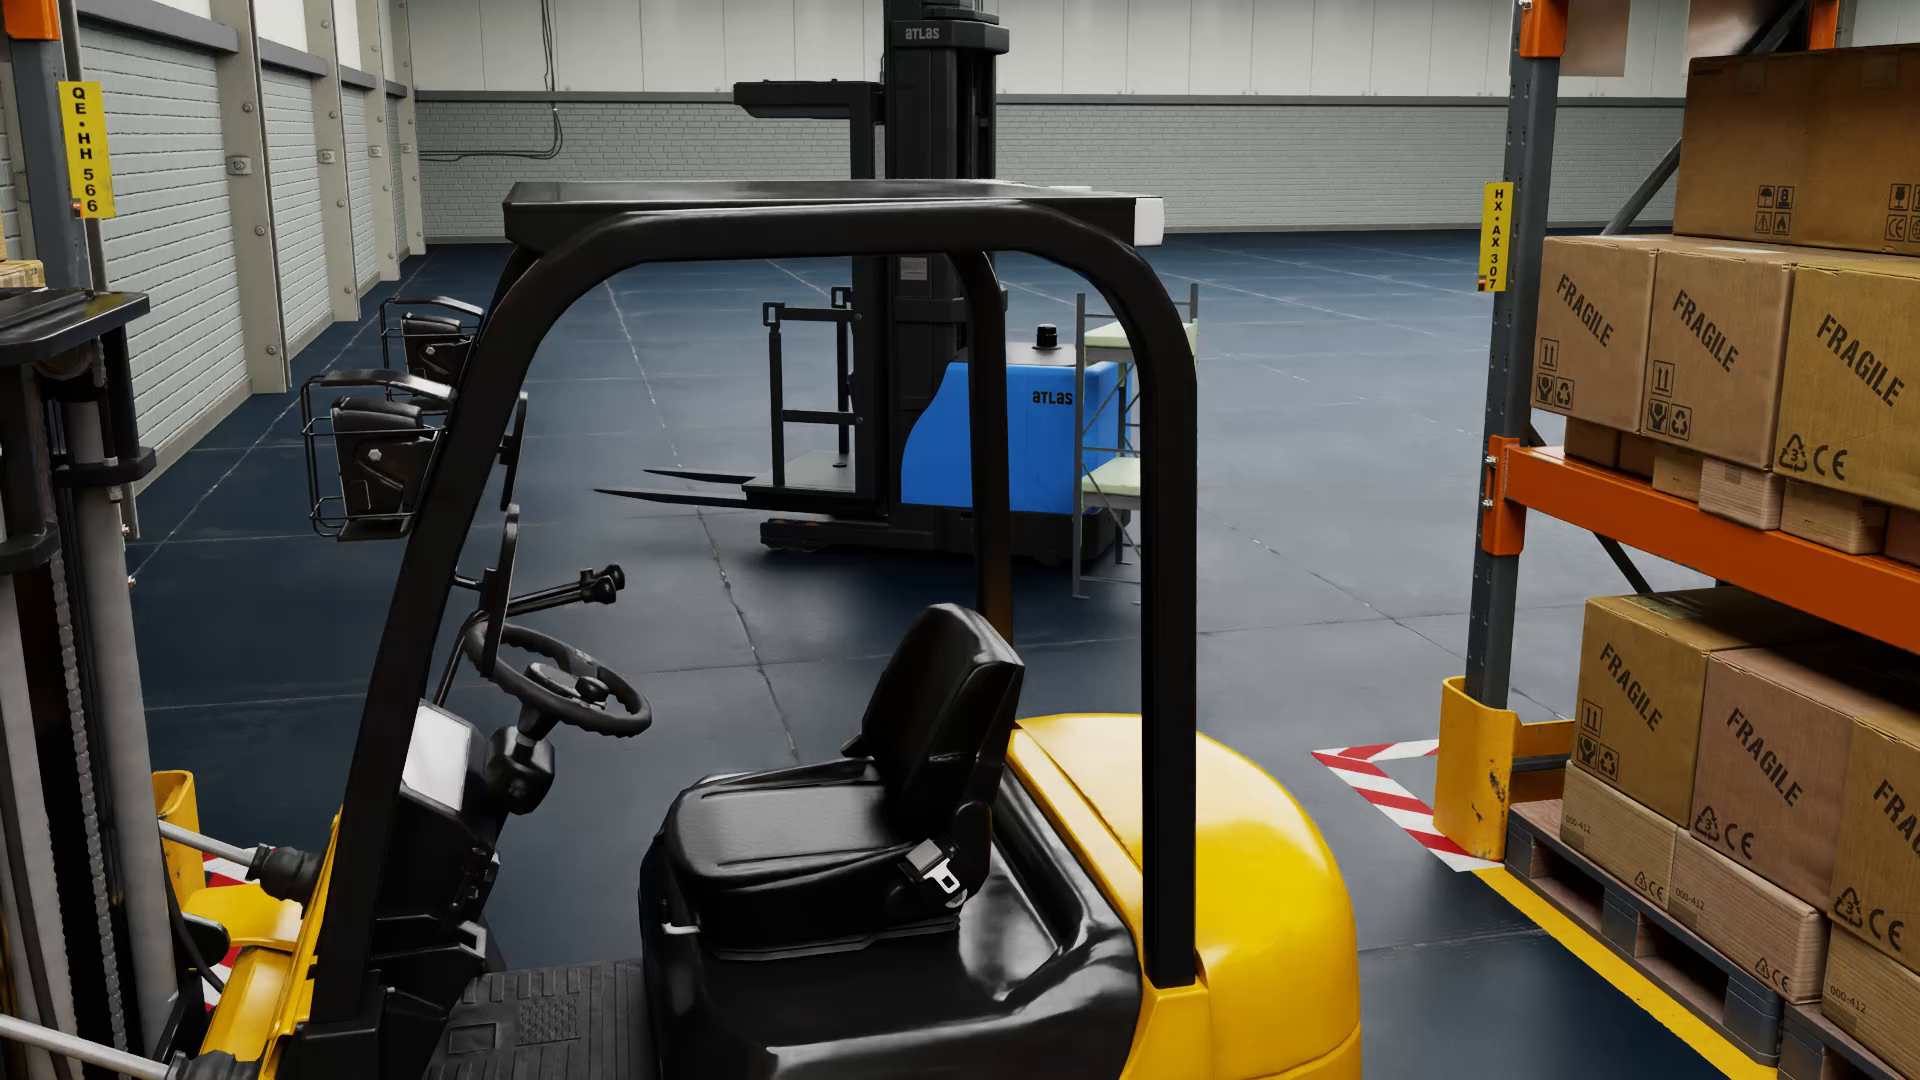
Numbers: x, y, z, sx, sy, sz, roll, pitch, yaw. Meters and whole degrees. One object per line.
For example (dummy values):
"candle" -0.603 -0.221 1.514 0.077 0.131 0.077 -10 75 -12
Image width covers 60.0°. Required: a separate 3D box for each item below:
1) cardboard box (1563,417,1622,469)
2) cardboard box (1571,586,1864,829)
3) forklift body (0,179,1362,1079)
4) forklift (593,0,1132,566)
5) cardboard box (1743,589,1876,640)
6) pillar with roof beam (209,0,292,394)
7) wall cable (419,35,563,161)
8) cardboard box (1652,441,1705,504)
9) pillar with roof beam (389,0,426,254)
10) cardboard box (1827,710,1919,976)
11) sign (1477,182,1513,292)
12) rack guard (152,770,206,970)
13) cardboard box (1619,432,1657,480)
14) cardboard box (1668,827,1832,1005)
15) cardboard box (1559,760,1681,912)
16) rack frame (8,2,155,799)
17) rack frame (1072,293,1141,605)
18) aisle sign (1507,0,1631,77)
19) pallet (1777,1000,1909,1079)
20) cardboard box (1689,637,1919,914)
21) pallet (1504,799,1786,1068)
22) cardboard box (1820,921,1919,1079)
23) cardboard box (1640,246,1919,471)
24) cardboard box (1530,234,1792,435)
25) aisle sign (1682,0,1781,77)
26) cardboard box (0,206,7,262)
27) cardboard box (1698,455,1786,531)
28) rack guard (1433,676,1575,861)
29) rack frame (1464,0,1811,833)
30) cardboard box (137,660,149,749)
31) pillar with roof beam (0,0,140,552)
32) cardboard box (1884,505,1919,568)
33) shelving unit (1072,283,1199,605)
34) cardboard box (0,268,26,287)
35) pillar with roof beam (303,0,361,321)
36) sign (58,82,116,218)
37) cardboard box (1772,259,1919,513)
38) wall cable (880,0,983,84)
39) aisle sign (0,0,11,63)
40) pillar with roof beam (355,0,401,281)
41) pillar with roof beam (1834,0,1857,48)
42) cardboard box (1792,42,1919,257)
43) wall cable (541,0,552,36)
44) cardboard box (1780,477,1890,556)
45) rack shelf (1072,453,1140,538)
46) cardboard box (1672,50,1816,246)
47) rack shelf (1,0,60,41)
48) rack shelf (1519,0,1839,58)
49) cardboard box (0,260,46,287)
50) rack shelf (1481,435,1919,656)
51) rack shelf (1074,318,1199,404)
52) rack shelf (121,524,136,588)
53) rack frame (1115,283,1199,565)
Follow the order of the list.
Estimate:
"cardboard box" 2.031 -0.315 4.927 0.380 0.149 0.250 -3 14 -13
"cardboard box" 2.079 0.447 4.605 0.500 0.500 0.500 -4 14 -15
"forklift body" -0.453 0.498 2.855 2.313 2.155 1.214 -3 14 -13
"forklift" -0.595 -1.468 9.261 3.031 2.935 1.130 4 14 17
"cardboard box" 2.594 0.411 4.755 0.500 0.500 0.500 -3 14 -13
"pillar with roof beam" -2.018 -5.961 14.867 9.100 9.000 0.400 -3 14 -13
"wall cable" -9.837 -9.119 34.333 3.097 2.526 0.112 -3 14 -13
"cardboard box" 2.087 -0.192 4.422 0.380 0.149 0.250 -4 14 -15
"pillar with roof beam" -6.246 -10.114 31.864 9.100 9.000 0.400 -3 14 -13
"cardboard box" 2.316 0.684 3.637 0.500 0.500 0.500 -3 14 -12
"sign" 1.625 -0.917 5.038 0.100 0.325 0.005 -3 14 -13
"rack guard" -2.678 0.959 4.448 1.175 0.500 0.348 -3 14 -13
"cardboard box" 2.104 -0.258 4.691 0.380 0.149 0.250 -3 14 -12
"cardboard box" 2.185 0.924 4.233 0.500 0.250 0.500 -3 14 -11
"cardboard box" 2.073 0.806 4.716 0.500 0.250 0.500 -3 14 -14
"rack frame" -2.672 -0.250 4.129 1.000 3.000 0.127 -3 14 -13
"rack frame" 0.745 -0.427 8.015 0.400 1.500 0.023 5 15 21
"aisle sign" 1.836 -1.787 4.944 0.394 0.787 0.004 -3 14 -13
"pallet" 2.609 1.315 3.599 1.003 0.211 1.213 -3 14 -13
"cardboard box" 2.206 0.568 4.112 0.500 0.500 0.500 -4 14 -15
"pallet" 2.326 1.034 4.749 1.003 0.211 1.213 -3 14 -13
"cardboard box" 2.326 1.049 3.720 0.500 0.250 0.500 -2 14 -9
"cardboard box" 2.118 -0.476 4.219 0.500 0.500 0.500 -3 14 -11
"cardboard box" 1.994 -0.596 4.707 0.500 0.500 0.500 -4 14 -14
"aisle sign" 2.419 -1.821 5.081 0.394 0.787 0.004 -3 14 -13
"cardboard box" -2.383 -0.687 3.714 0.380 0.149 0.250 -3 14 -13
"cardboard box" 2.102 -0.131 4.172 0.380 0.149 0.250 -3 14 -12
"rack guard" 2.170 0.705 5.490 1.175 0.500 0.348 -3 14 -13
"rack frame" 2.152 -0.527 5.265 1.000 3.000 0.127 -3 14 -13
"cardboard box" -2.261 0.485 3.923 0.500 0.250 0.500 -3 14 -11
"pillar with roof beam" -0.609 -4.577 9.201 9.100 9.000 0.400 -3 14 -13
"cardboard box" 2.316 -0.016 3.700 0.380 0.149 0.250 -3 14 -11
"shelving unit" 0.883 -0.507 8.344 0.431 1.500 0.755 5 15 21
"cardboard box" -2.229 -0.492 3.542 0.380 0.149 0.250 -3 14 -12
"pillar with roof beam" -3.427 -7.346 20.532 9.100 9.000 0.400 -3 14 -13
"sign" -2.141 -0.954 4.074 0.100 0.325 0.005 -3 14 -13
"cardboard box" 2.239 -0.359 3.738 0.500 0.500 0.500 -4 14 -14
"wall cable" -0.605 -12.805 35.712 2.305 6.003 0.169 -3 14 -13
"aisle sign" -2.402 -1.544 3.949 0.394 0.787 0.004 -3 14 -13
"pillar with roof beam" -4.836 -8.730 26.198 9.100 9.000 0.400 -3 14 -13
"pillar with roof beam" 16.004 -11.390 37.086 9.100 9.000 0.400 -3 14 -13
"cardboard box" 2.596 -0.983 4.187 0.700 0.500 0.500 -3 14 -13
"wall cable" -7.207 -11.723 34.351 3.097 2.526 0.112 -3 14 -13
"cardboard box" 2.196 -0.073 3.936 0.380 0.149 0.250 -3 14 -12
"rack shelf" 0.883 -0.191 8.422 0.431 0.370 0.720 5 15 21
"cardboard box" 2.484 -1.100 4.666 0.700 0.500 0.500 -4 14 -15
"rack shelf" -2.202 -0.896 1.970 1.077 0.370 4.000 -3 14 -13
"rack shelf" 2.622 -1.174 3.106 1.077 0.370 4.000 -3 14 -13
"cardboard box" -2.318 -0.549 3.776 0.380 0.149 0.250 -3 14 -12
"rack shelf" 2.622 0.284 3.462 1.077 0.370 4.000 -3 14 -13
"rack shelf" 0.883 -0.887 8.252 0.431 0.370 0.720 5 15 21
"rack shelf" -2.202 0.561 2.326 1.077 0.370 4.000 -3 14 -13
"rack frame" 1.020 -0.588 8.674 0.400 1.500 0.023 5 15 21
